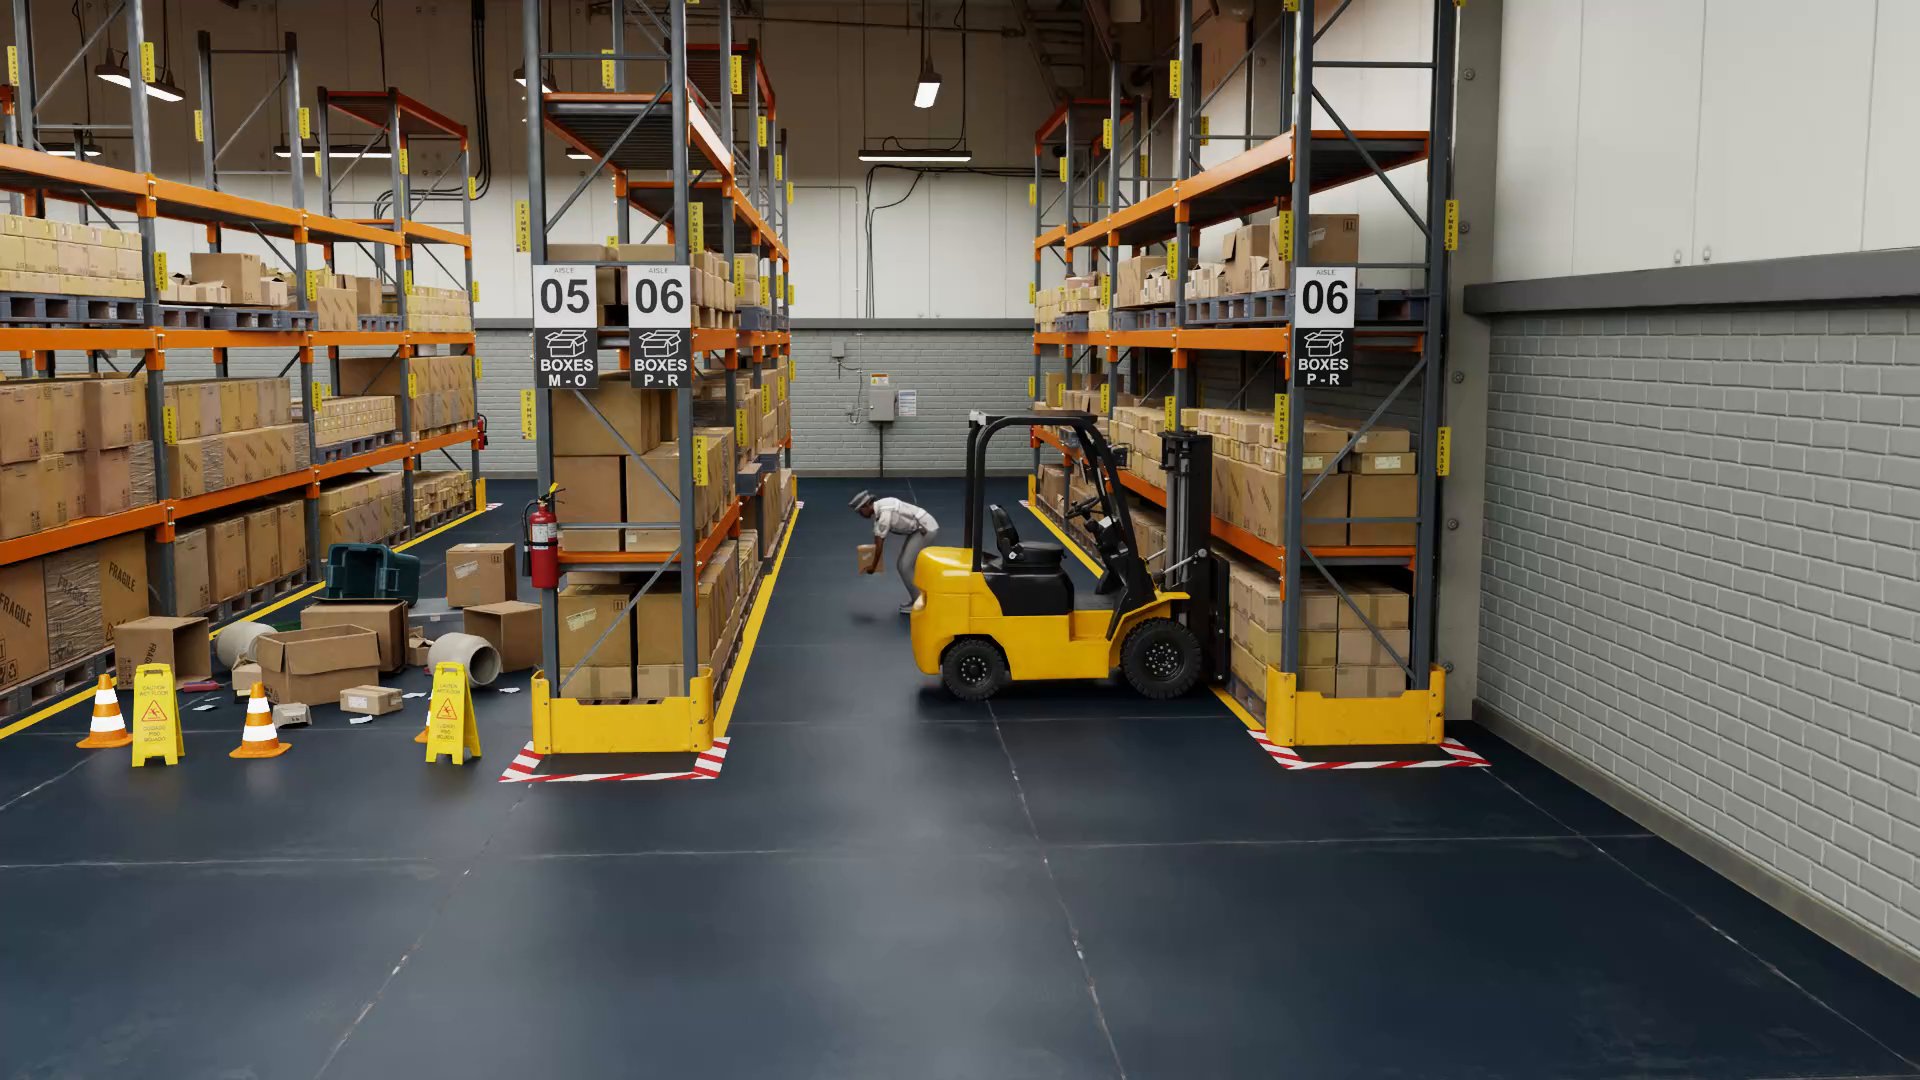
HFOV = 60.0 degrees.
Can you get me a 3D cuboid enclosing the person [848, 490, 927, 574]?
[{"bbox_3d":[-0.726,-0.085,16.619,0.789,0.833,0.382,-1,7,-6],"label":"person"}]
